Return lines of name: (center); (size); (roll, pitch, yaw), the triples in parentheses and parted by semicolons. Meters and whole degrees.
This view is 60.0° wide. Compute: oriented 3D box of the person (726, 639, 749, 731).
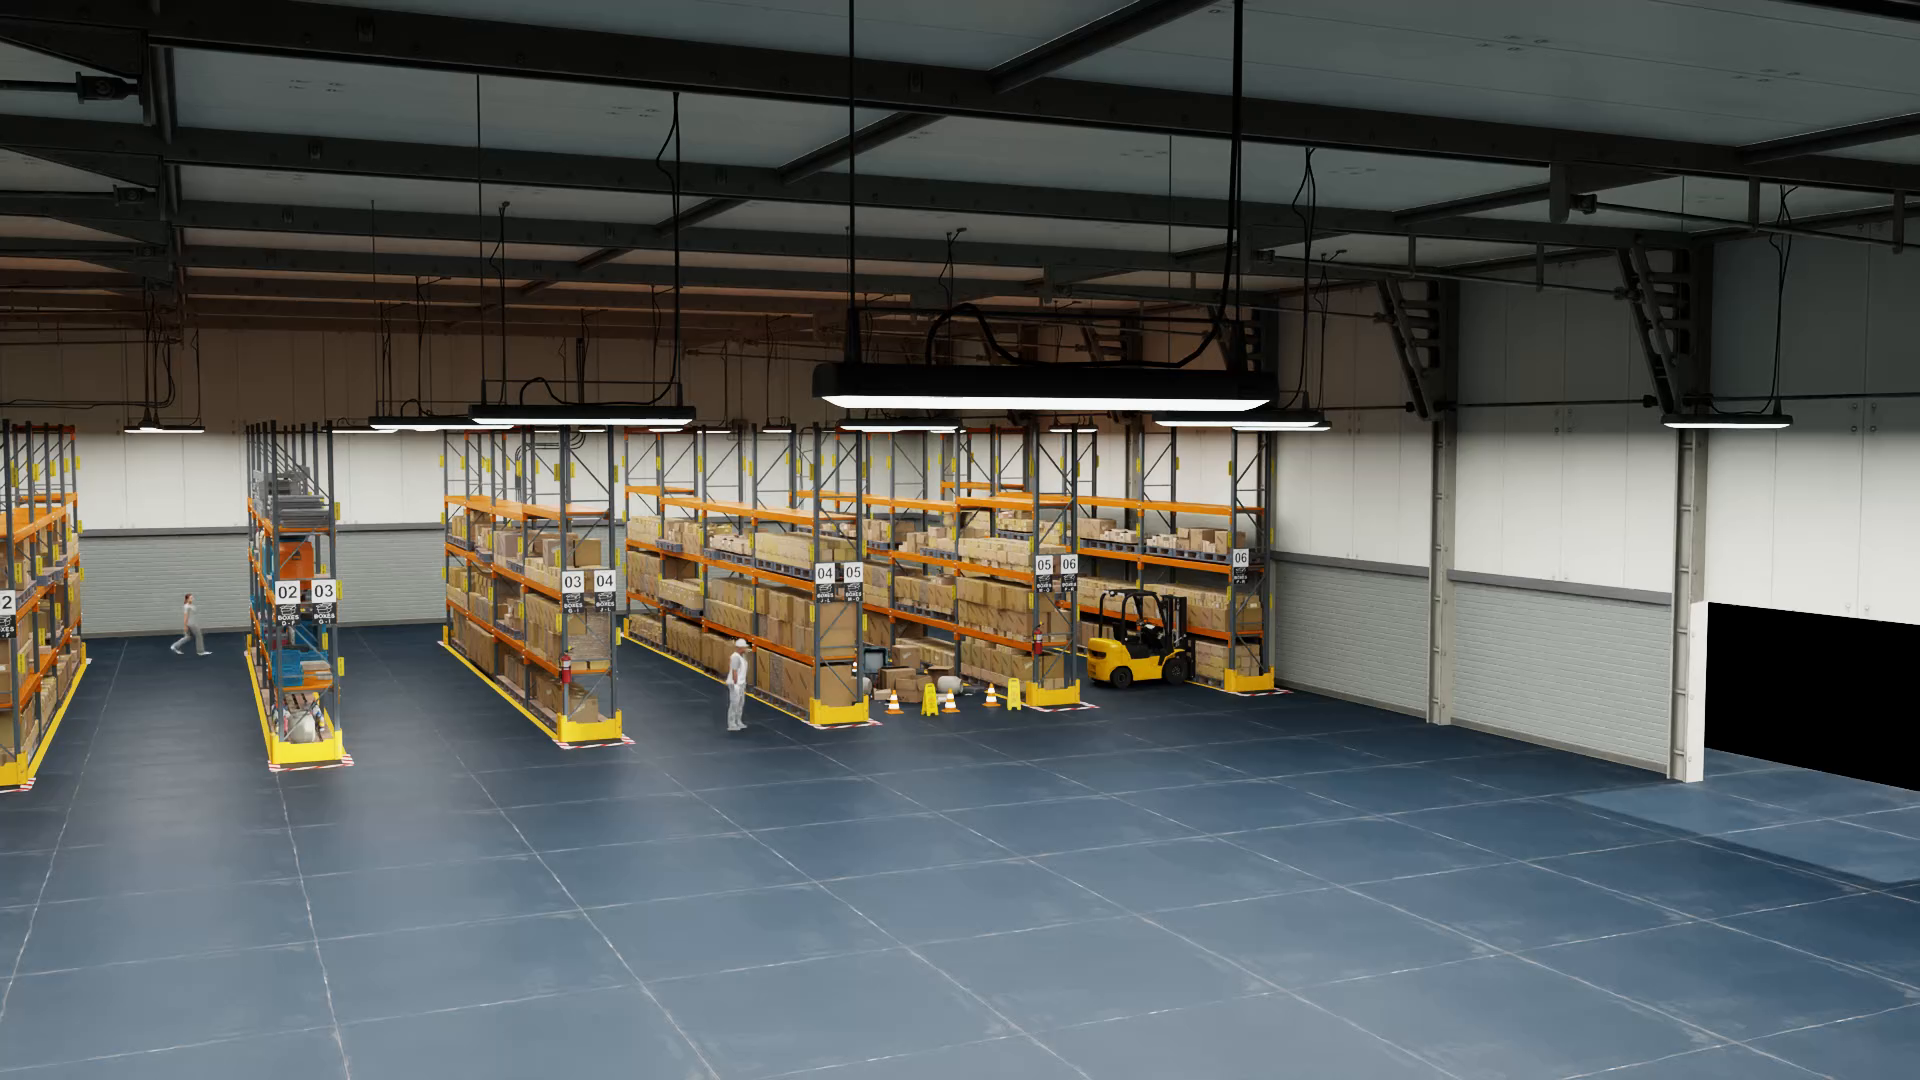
person: (-4.323, 2.811, 32.403); (0.450, 1.792, 0.605); (0, 4, 8)

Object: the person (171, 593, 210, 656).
person: (-19.993, 2.203, 43.156); (0.932, 1.638, 0.414); (-3, 5, -41)

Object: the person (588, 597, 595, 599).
person: (-11.324, 1.739, 50.268); (0.645, 1.704, 0.524); (-1, 4, -19)
